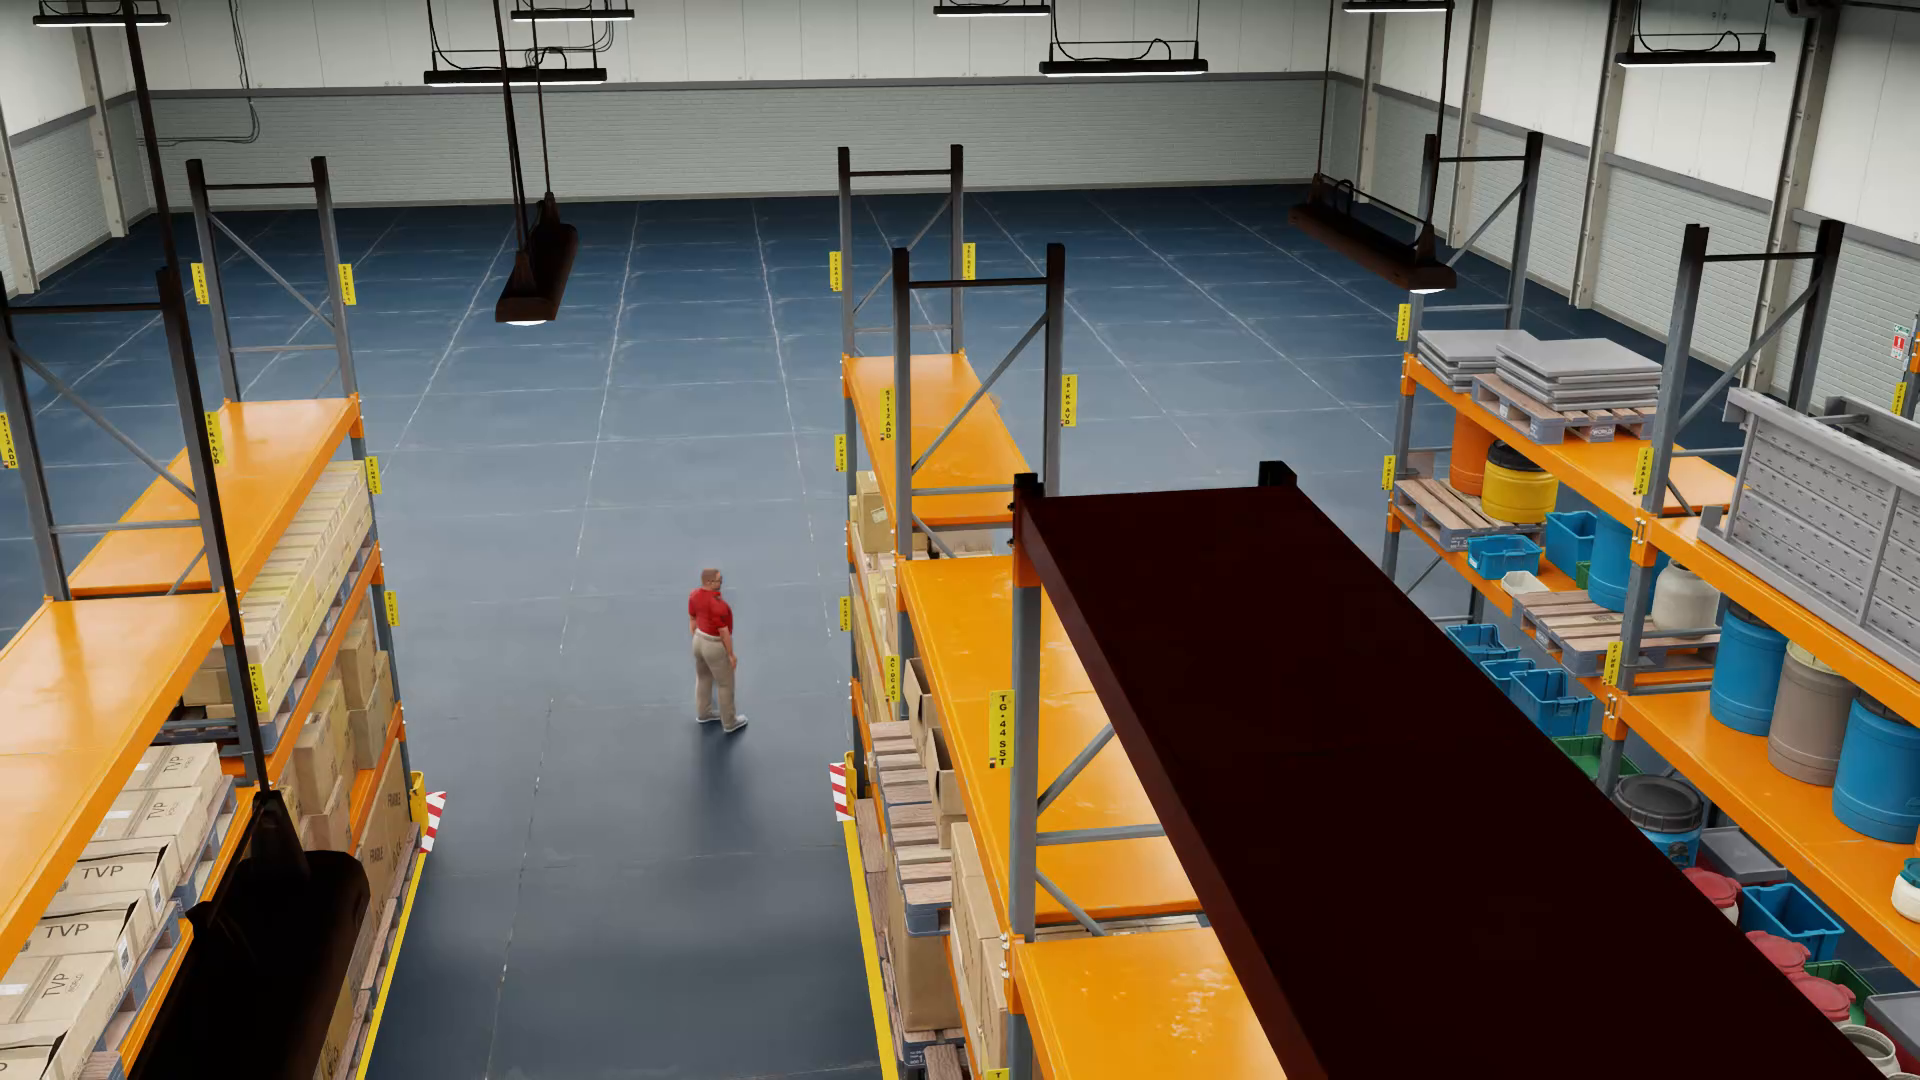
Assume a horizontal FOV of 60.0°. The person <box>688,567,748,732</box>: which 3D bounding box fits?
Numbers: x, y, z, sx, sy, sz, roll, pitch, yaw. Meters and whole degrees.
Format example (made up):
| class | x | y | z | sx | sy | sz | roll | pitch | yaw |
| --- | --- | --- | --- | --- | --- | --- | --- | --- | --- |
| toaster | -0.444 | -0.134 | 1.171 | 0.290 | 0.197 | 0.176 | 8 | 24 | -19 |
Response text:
| class | x | y | z | sx | sy | sz | roll | pitch | yaw |
| --- | --- | --- | --- | --- | --- | --- | --- | --- | --- |
| person | -2.424 | 1.068 | 16.578 | 0.592 | 1.731 | 0.445 | 19 | 28 | 39 |
